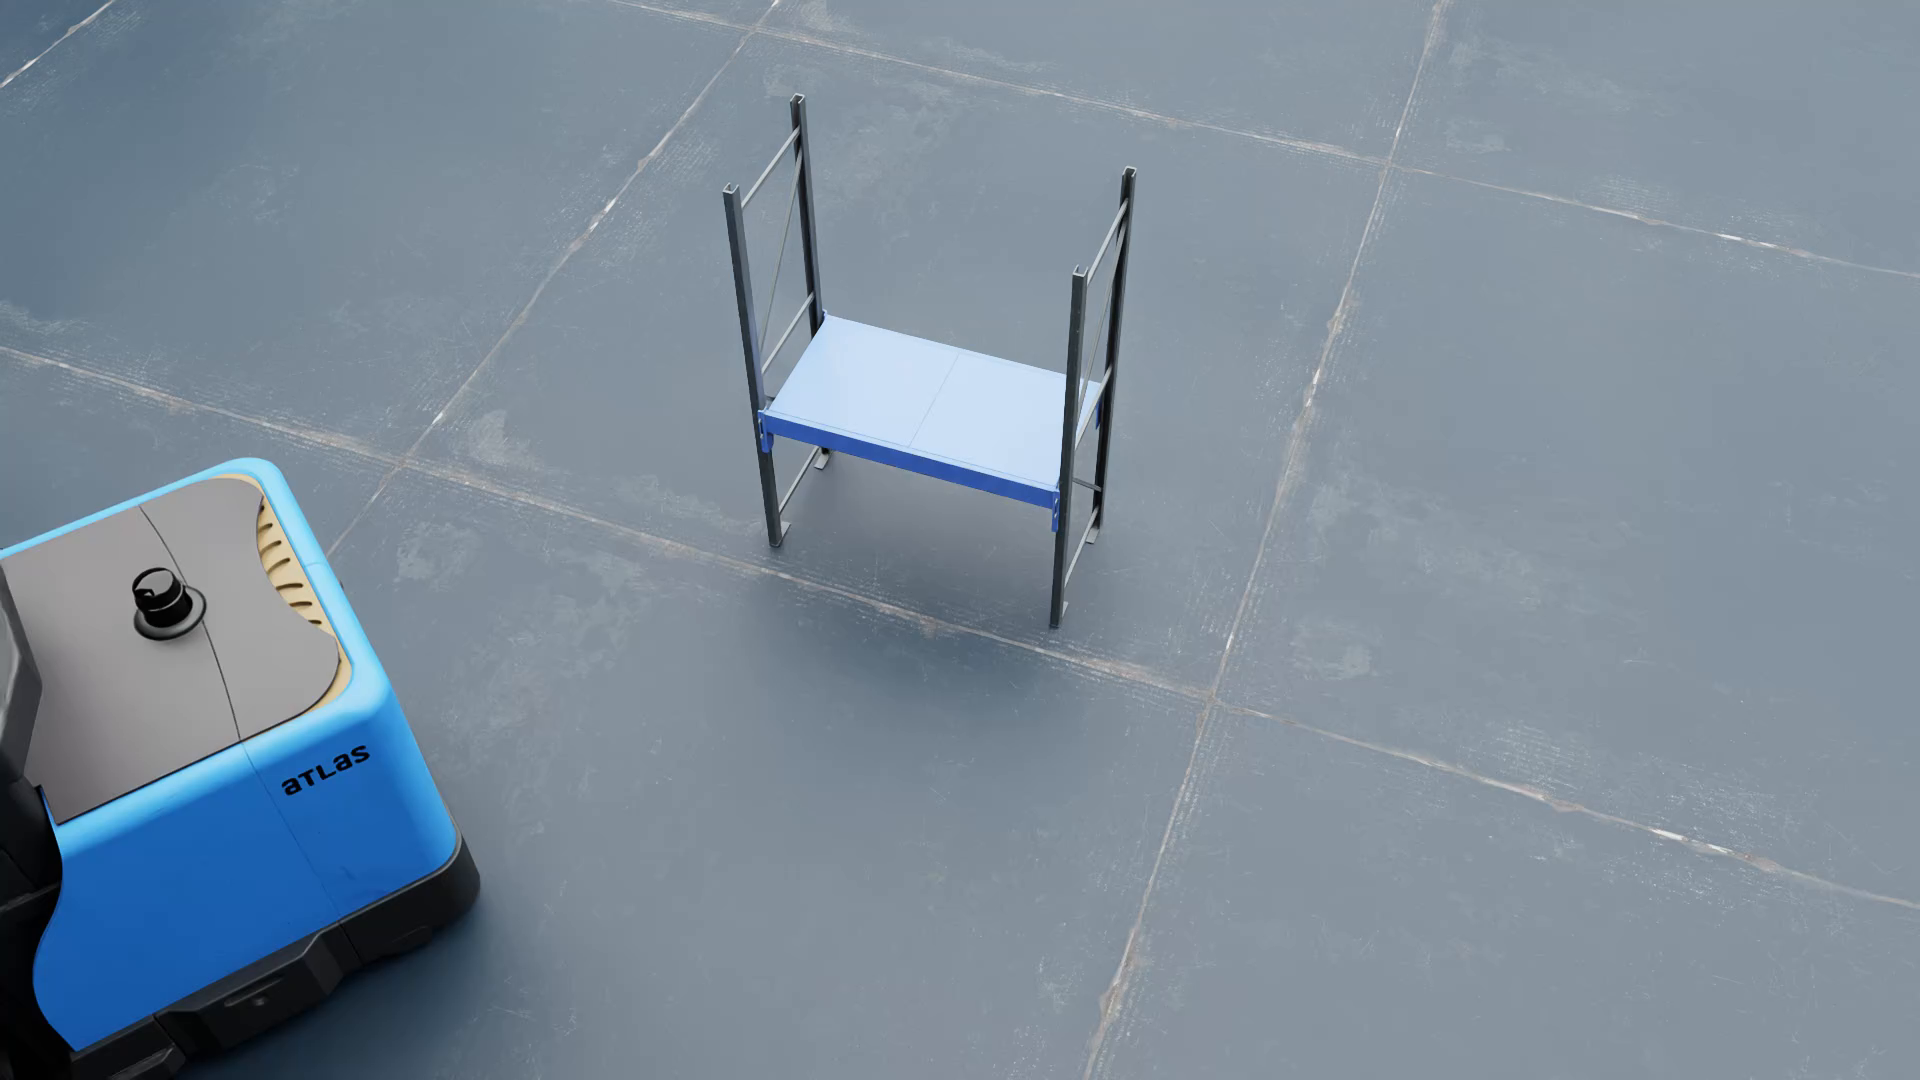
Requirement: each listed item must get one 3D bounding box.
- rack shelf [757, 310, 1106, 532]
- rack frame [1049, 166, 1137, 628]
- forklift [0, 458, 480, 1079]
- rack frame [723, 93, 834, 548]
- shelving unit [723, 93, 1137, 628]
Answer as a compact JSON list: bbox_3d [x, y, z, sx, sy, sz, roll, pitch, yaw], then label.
[{"bbox_3d":[-0.080,-0.396,5.339,1.000,0.185,0.538,16,51,13],"label":"rack shelf"},{"bbox_3d":[0.397,-0.380,5.087,0.032,1.500,0.500,16,51,13],"label":"rack frame"},{"bbox_3d":[-2.898,0.403,3.461,3.031,2.935,1.130,-26,54,-21],"label":"forklift"},{"bbox_3d":[-0.557,-0.647,5.318,0.032,1.500,0.500,16,51,13],"label":"rack frame"},{"bbox_3d":[-0.080,-0.514,5.203,1.048,1.500,0.538,16,51,13],"label":"shelving unit"}]
